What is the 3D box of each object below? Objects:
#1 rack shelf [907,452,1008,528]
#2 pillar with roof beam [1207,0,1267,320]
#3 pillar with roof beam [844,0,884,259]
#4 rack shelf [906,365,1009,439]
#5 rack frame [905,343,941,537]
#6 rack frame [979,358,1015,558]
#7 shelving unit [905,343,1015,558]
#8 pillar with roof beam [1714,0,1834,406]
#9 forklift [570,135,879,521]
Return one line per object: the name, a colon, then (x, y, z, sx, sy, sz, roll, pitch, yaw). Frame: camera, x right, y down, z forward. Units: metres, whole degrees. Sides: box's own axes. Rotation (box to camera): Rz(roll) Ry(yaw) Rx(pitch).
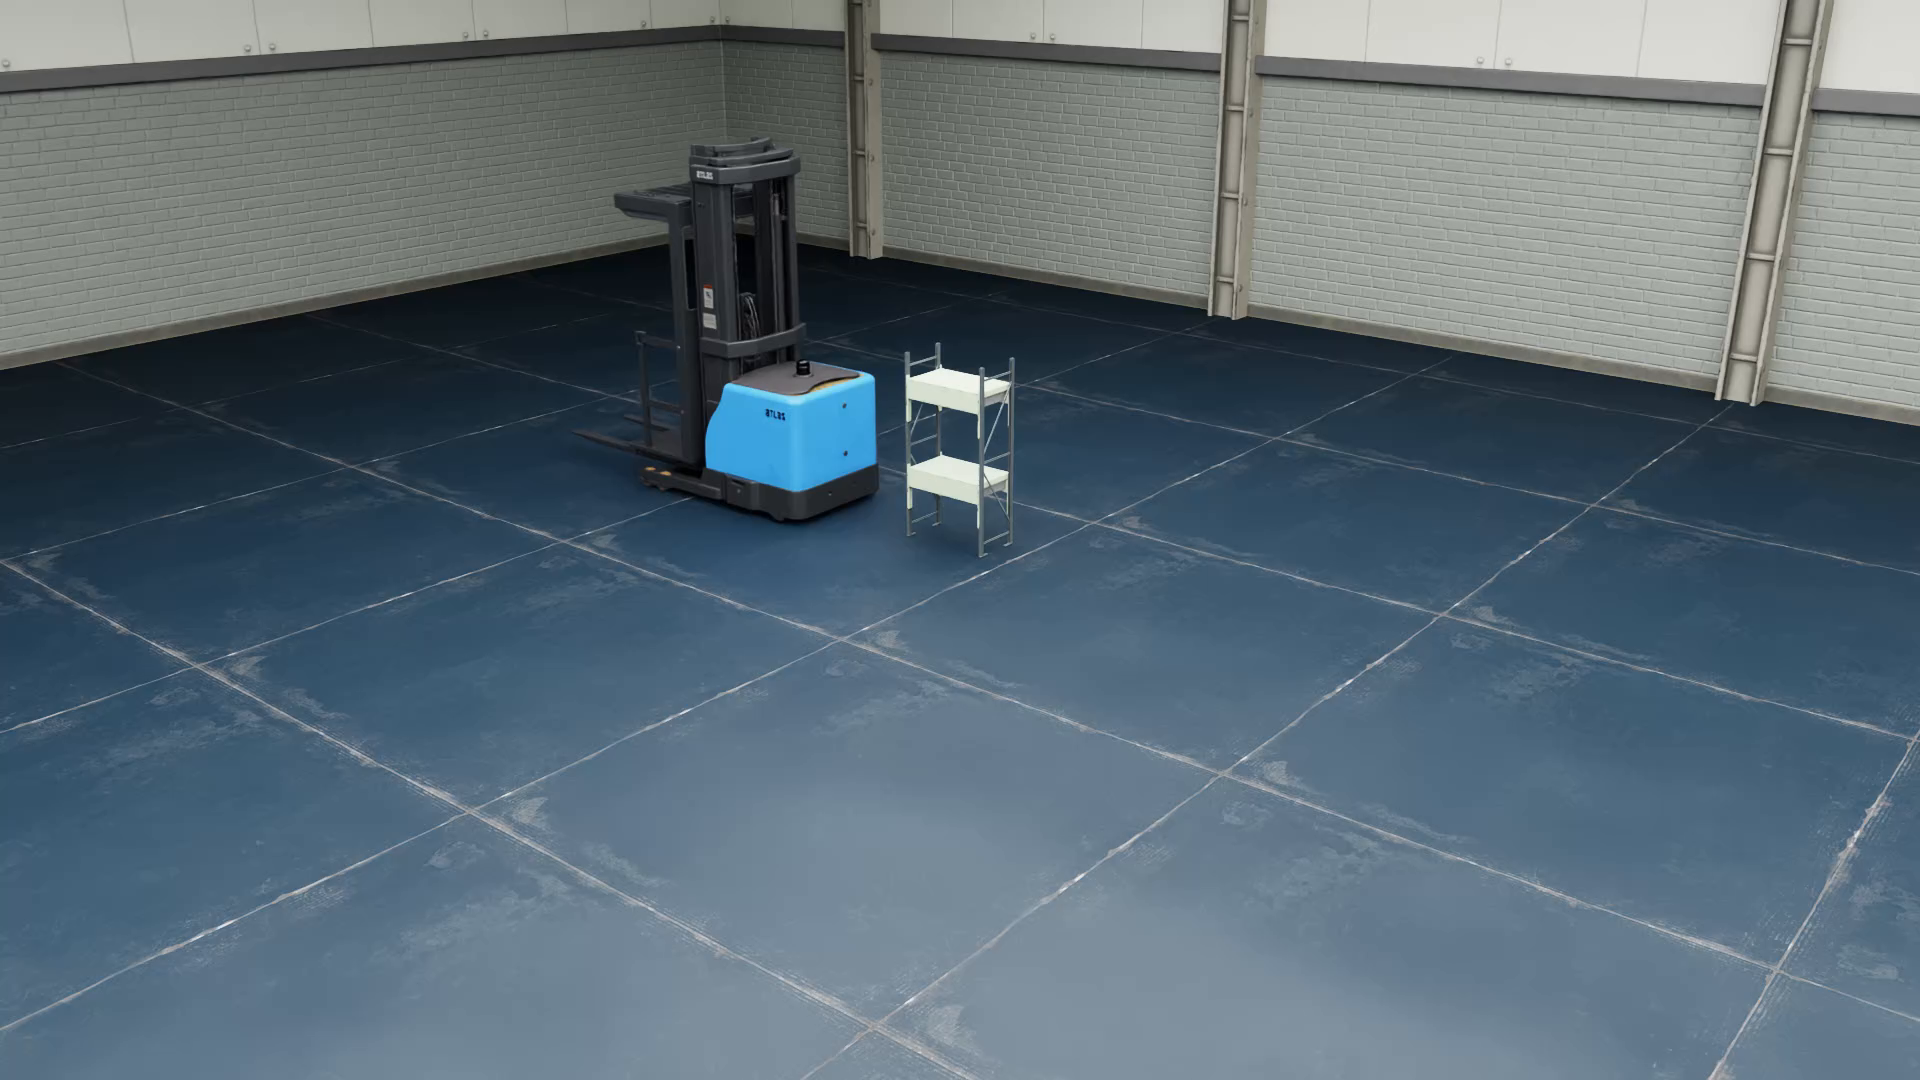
rack shelf: (-0.005, -0.398, 13.023, 0.720, 0.370, 0.431, 16, 26, 36)
pillar with roof beam: (0.579, -5.805, 15.807, 0.400, 9.000, 9.100, 16, 26, 36)
pillar with roof beam: (-4.069, -7.143, 19.357, 0.400, 9.000, 9.100, 16, 26, 36)
rack shelf: (-0.005, -1.068, 12.770, 0.720, 0.370, 0.431, 16, 26, 36)
rack frame: (-0.289, -0.785, 13.124, 0.023, 1.500, 0.400, 16, 26, 36)
rack frame: (0.278, -0.622, 12.691, 0.023, 1.500, 0.400, 16, 26, 36)
shelving unit: (-0.005, -0.703, 12.907, 0.755, 1.500, 0.431, 16, 26, 36)
pillar with roof beam: (5.227, -4.466, 12.257, 0.400, 9.000, 9.100, 16, 26, 36)
forklift: (-2.163, -1.925, 14.120, 3.031, 2.935, 1.130, 15, 26, 35)
